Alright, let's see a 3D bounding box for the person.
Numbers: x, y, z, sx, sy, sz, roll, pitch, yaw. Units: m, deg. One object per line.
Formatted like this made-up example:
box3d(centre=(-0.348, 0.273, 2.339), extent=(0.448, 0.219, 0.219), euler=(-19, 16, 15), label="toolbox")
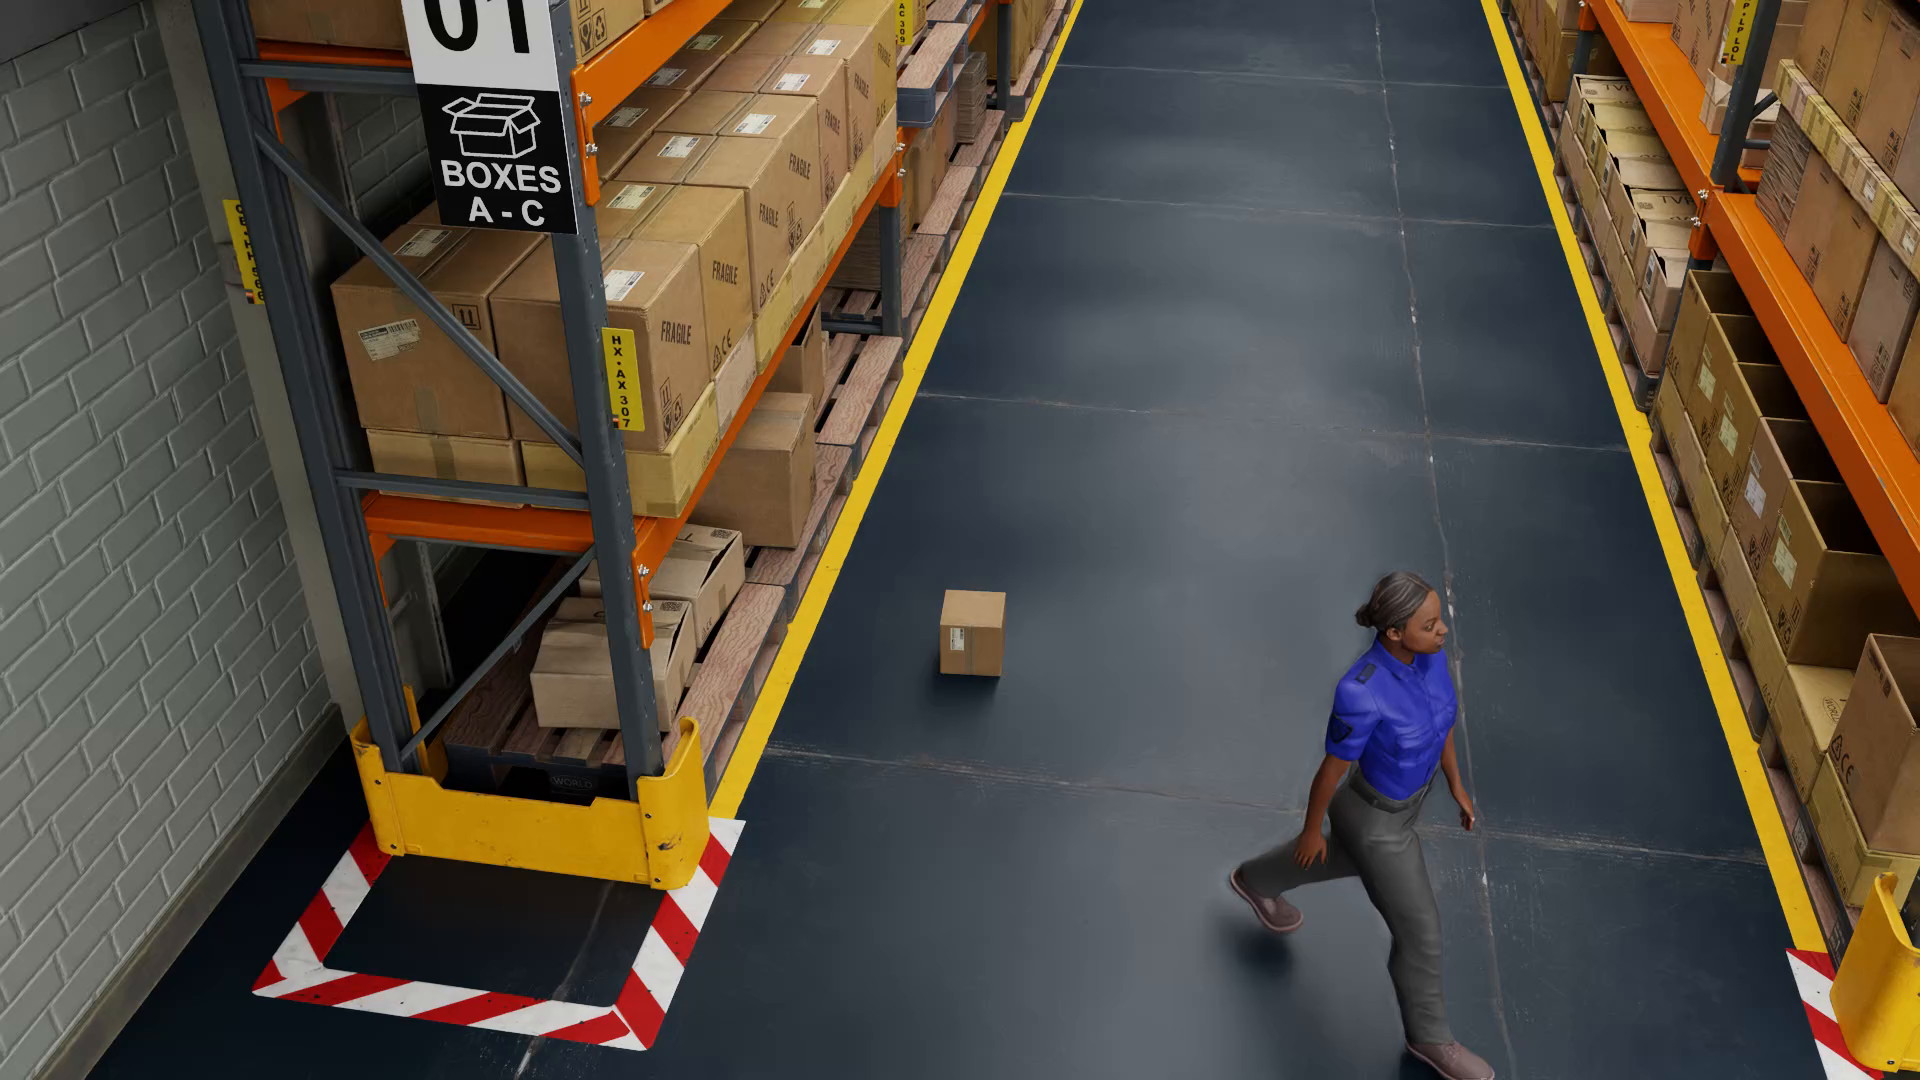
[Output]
box3d(centre=(1.267, 0.776, 4.934), extent=(1.033, 1.597, 0.473), euler=(23, 39, 31), label="person")
